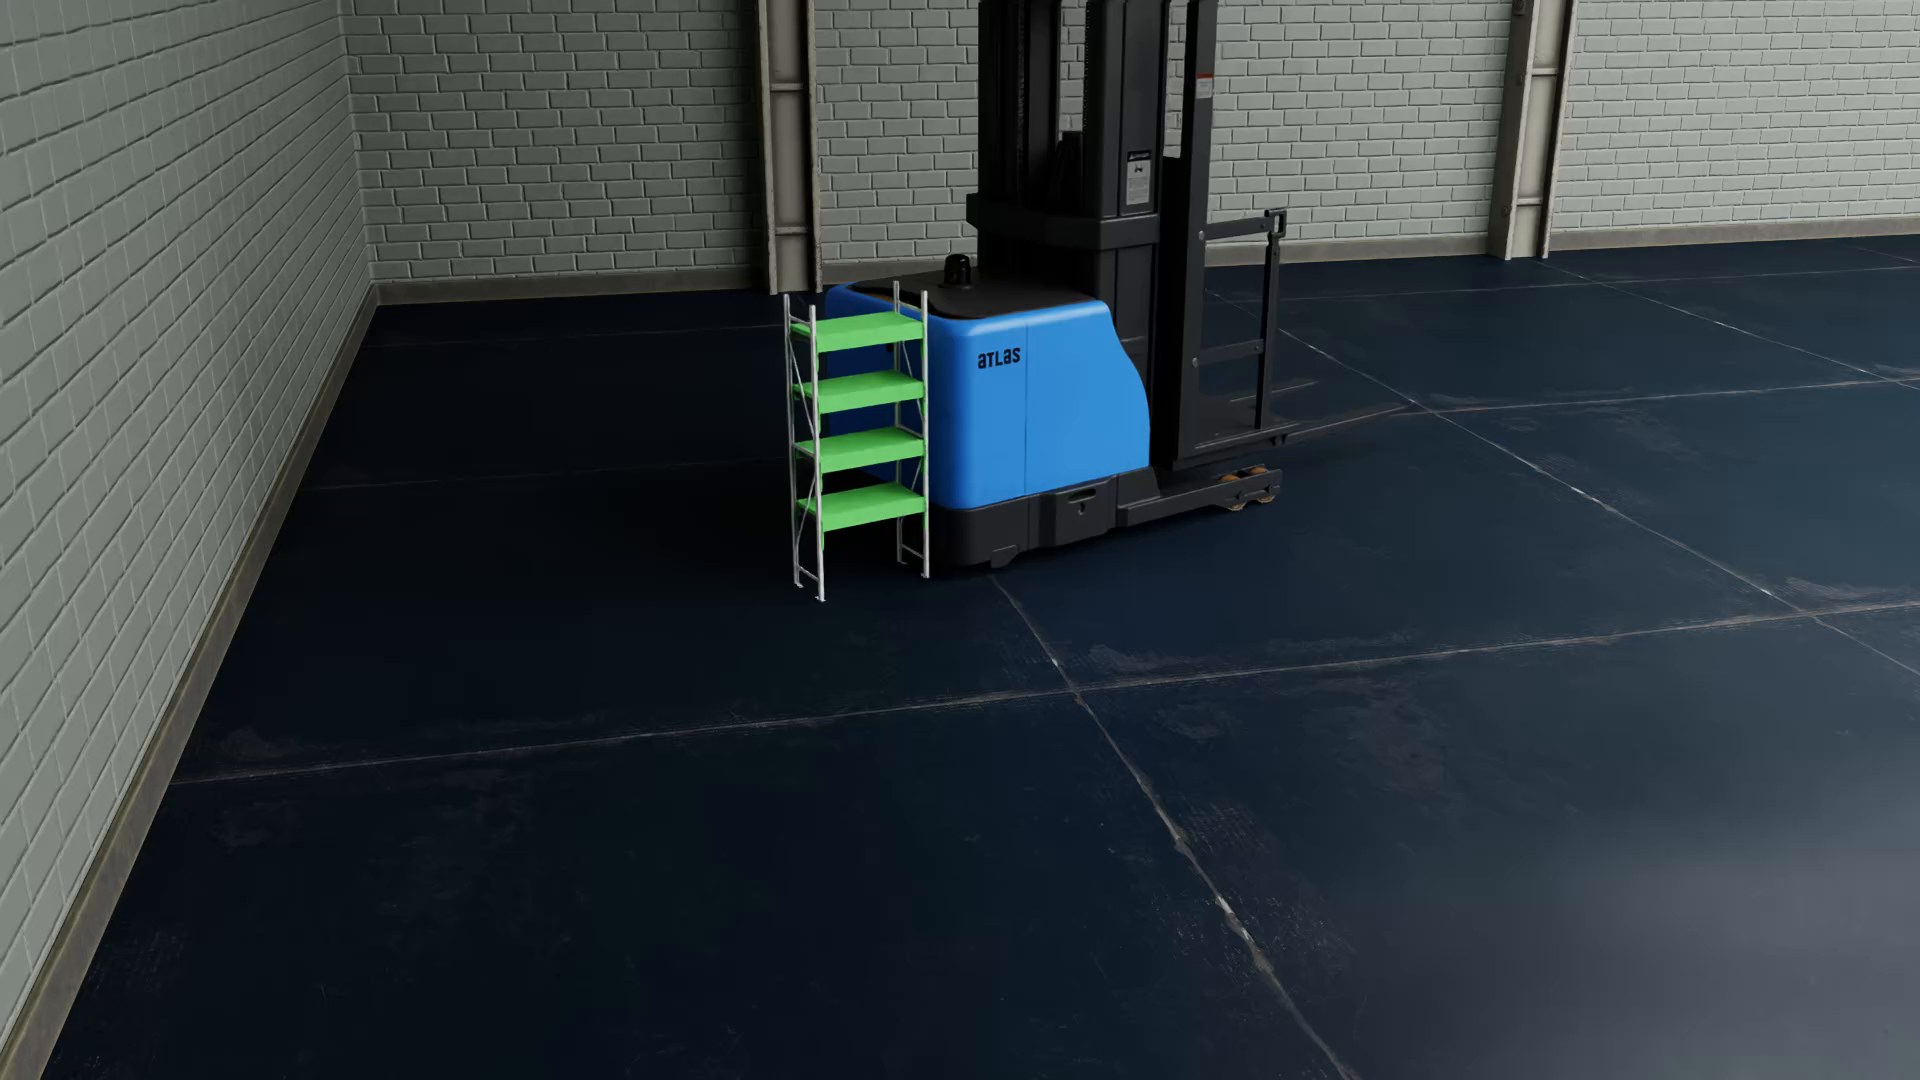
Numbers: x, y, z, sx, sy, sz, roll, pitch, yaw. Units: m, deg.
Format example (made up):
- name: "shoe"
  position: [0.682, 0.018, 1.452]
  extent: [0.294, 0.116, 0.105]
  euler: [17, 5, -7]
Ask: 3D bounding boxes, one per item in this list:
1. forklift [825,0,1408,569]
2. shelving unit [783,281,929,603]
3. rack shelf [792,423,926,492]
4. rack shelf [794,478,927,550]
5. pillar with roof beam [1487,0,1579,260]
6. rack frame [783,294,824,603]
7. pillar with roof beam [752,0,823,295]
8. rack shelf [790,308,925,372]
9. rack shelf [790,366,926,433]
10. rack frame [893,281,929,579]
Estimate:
- name: "forklift"
  position: [0.889, -1.640, 7.531]
  extent: [3.031, 2.935, 1.130]
  euler: [-14, 24, -34]
- name: "shelving unit"
  position: [-0.405, -0.394, 6.645]
  extent: [0.503, 1.200, 0.258]
  euler: [-12, 23, -30]
- name: "rack shelf"
  position: [-0.405, -0.334, 6.667]
  extent: [0.480, 0.148, 0.258]
  euler: [-12, 23, -30]
- name: "rack shelf"
  position: [-0.405, -0.108, 6.749]
  extent: [0.480, 0.148, 0.258]
  euler: [-12, 23, -30]
- name: "pillar with roof beam"
  position: [5.584, -5.132, 8.243]
  extent: [0.400, 9.000, 9.100]
  euler: [-5, 21, -12]
- name: "rack frame"
  position: [-0.612, -0.349, 6.524]
  extent: [0.015, 1.200, 0.240]
  euler: [-12, 23, -30]
- name: "pillar with roof beam"
  position: [-0.255, -4.657, 6.946]
  extent: [0.400, 9.000, 9.100]
  euler: [-5, 21, -12]
- name: "rack shelf"
  position: [-0.405, -0.784, 6.502]
  extent: [0.480, 0.148, 0.258]
  euler: [-12, 23, -30]
- name: "rack shelf"
  position: [-0.405, -0.559, 6.584]
  extent: [0.480, 0.148, 0.258]
  euler: [-12, 23, -30]
- name: "rack frame"
  position: [-0.198, -0.438, 6.766]
  extent: [0.015, 1.200, 0.240]
  euler: [-12, 23, -30]
